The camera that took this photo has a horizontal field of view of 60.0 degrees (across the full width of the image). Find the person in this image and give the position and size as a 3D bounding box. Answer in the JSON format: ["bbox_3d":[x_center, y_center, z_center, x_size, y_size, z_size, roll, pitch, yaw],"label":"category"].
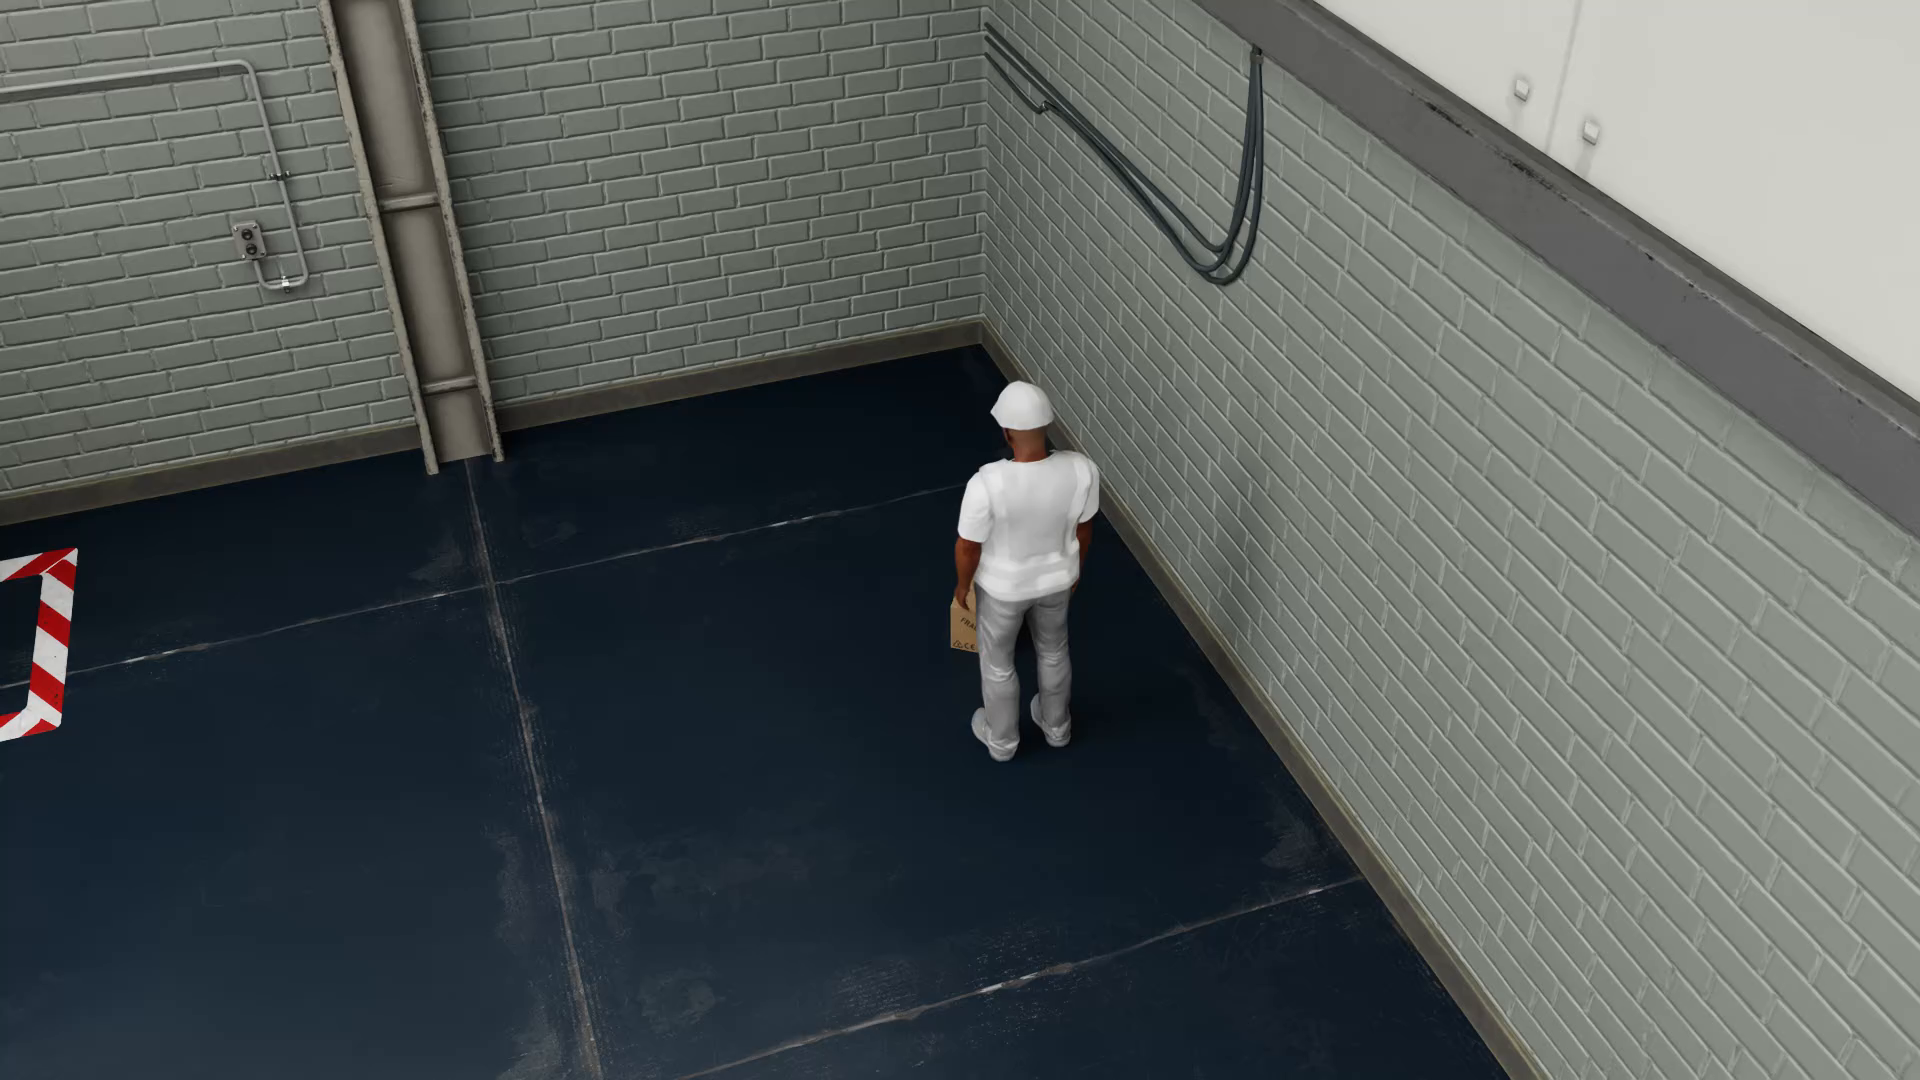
[{"bbox_3d":[0.248,0.142,6.583,0.566,1.760,0.361,-12,39,-15],"label":"person"}]
